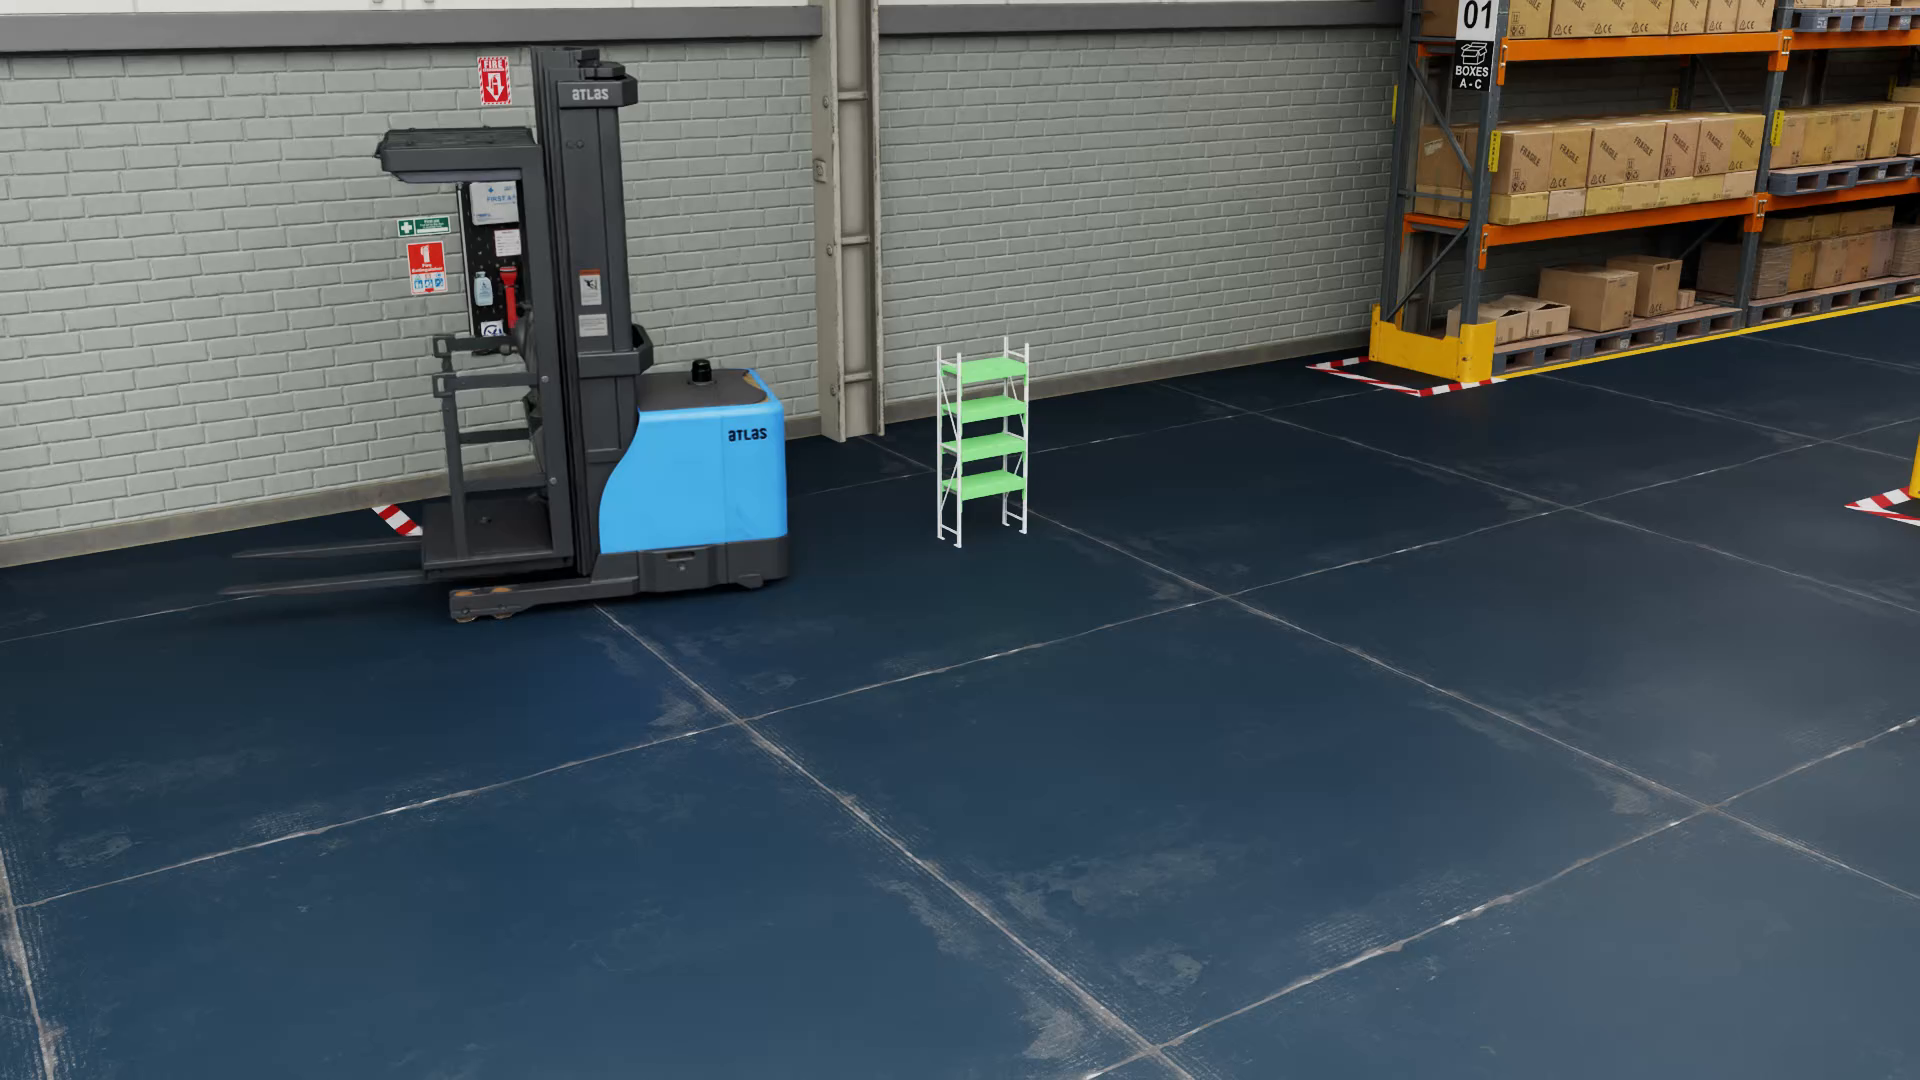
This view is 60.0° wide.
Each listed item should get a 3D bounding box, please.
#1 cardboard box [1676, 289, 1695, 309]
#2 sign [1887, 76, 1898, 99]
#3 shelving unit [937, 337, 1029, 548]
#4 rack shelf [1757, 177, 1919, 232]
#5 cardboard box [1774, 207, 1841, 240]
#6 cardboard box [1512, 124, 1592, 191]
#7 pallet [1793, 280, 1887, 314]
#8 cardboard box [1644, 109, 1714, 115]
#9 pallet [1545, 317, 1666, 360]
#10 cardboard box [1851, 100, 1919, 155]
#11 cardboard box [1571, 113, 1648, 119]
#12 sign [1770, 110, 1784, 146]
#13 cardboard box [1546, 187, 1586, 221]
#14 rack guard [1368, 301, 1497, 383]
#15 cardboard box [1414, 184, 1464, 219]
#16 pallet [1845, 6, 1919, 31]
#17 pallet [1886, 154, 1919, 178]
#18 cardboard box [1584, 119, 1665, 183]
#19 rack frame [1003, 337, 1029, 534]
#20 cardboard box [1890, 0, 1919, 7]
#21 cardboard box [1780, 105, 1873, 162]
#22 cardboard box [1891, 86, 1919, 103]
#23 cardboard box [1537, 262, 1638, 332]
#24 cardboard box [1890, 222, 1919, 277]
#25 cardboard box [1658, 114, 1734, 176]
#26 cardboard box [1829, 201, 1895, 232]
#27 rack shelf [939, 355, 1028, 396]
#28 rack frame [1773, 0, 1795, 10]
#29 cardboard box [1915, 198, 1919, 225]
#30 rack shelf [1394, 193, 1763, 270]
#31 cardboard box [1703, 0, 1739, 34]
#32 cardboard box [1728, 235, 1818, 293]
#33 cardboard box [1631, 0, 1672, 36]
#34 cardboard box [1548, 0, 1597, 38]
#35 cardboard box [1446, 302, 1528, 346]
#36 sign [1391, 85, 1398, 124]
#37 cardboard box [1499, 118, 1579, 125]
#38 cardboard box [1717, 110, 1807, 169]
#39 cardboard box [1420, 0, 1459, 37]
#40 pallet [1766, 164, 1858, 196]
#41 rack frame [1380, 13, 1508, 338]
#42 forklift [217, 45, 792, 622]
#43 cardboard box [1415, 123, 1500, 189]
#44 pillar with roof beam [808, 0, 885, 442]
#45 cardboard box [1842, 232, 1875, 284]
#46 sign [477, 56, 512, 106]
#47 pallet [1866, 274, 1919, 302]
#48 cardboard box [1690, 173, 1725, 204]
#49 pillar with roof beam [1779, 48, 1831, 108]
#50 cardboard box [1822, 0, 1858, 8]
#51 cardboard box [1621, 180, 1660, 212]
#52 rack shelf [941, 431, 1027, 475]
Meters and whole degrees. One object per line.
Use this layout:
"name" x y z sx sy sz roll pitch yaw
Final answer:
"cardboard box" 6.996 -2.396 16.385 0.250 0.166 0.380 -16 24 -38
"sign" 10.459 -5.033 18.640 0.005 0.325 0.100 -12 22 -31
"shelving unit" 0.138 -0.598 10.139 0.503 1.200 0.258 -12 22 -31
"rack shelf" 9.096 -3.643 17.462 4.000 0.370 1.077 -12 22 -31
"cardboard box" 8.830 -3.317 17.417 0.500 0.250 0.500 -13 22 -33
"cardboard box" 5.068 -3.309 14.382 0.500 0.500 0.500 -12 22 -31
"pallet" 9.095 -2.665 17.797 1.213 0.211 1.003 -12 22 -31
"cardboard box" 6.919 -3.899 16.126 0.500 0.500 0.500 -13 22 -33
"pallet" 5.865 -1.967 15.734 1.213 0.211 1.003 -12 22 -31
"cardboard box" 9.928 -4.401 17.737 0.500 0.500 0.700 -14 23 -36
"cardboard box" 6.065 -3.722 15.604 0.500 0.500 0.500 -11 22 -30
"sign" 7.731 -3.898 15.740 0.005 0.325 0.100 -12 22 -31
"cardboard box" 5.093 -2.962 14.526 0.500 0.250 0.500 -13 22 -33
"rack guard" 4.149 -1.757 14.660 0.348 0.500 1.175 -12 22 -31
"cardboard box" 4.369 -3.000 14.638 0.500 0.250 0.500 -12 22 -31
"pallet" 8.865 -5.228 16.634 1.003 0.211 1.213 -12 22 -31
"pallet" 10.230 -4.092 17.964 1.003 0.211 1.213 -12 22 -31
"cardboard box" 5.927 -3.493 14.924 0.500 0.500 0.500 -11 22 -30
"rack frame" 0.342 -0.641 10.266 0.015 1.200 0.240 -12 22 -31
"cardboard box" 9.633 -5.612 17.286 0.637 0.503 0.797 -9 20 -24
"cardboard box" 8.873 -4.189 17.109 0.500 0.500 0.700 -9 21 -24
"cardboard box" 10.235 -4.770 17.815 0.250 0.149 0.380 -17 25 -40
"cardboard box" 5.829 -2.266 15.479 0.500 0.500 0.700 -14 23 -35
"cardboard box" 10.194 -3.220 18.302 0.500 0.500 0.700 -12 22 -31
"cardboard box" 6.788 -3.670 15.450 0.500 0.500 0.500 -12 22 -32
"cardboard box" 9.684 -3.492 17.934 0.500 0.250 0.500 -11 22 -30
"rack shelf" 0.138 -0.992 10.006 0.480 0.148 0.258 -12 22 -31
"rack frame" 7.426 -6.474 15.344 0.127 3.000 1.000 -12 22 -31
"cardboard box" 11.453 -3.612 18.945 0.750 0.750 0.750 -12 22 -32
"rack shelf" 5.756 -2.939 15.378 4.000 0.370 1.077 -12 22 -31
"cardboard box" 6.711 -4.869 15.093 0.500 0.500 0.500 -14 23 -36
"cardboard box" 8.436 -2.895 17.340 0.500 0.500 0.700 -12 22 -32
"cardboard box" 5.838 -4.675 14.518 0.500 0.500 0.500 -10 21 -28
"cardboard box" 4.970 -4.482 13.949 0.500 0.500 0.500 -10 21 -28
"cardboard box" 4.713 -1.960 14.870 0.500 0.311 0.500 -15 24 -37
"sign" 3.797 -3.778 14.434 0.005 0.325 0.100 -12 22 -31
"cardboard box" 5.217 -3.539 15.062 0.500 0.500 0.500 -13 22 -33
"cardboard box" 7.870 -3.968 16.456 0.500 0.500 0.700 -12 22 -31
"cardboard box" 4.295 -4.546 14.138 0.500 0.500 0.500 -10 21 -28
"pallet" 8.144 -3.637 16.618 1.213 0.211 1.003 -12 22 -31
"rack frame" 4.085 -2.927 14.220 0.127 3.000 1.000 -12 22 -31
"forklift" -2.535 -1.135 9.025 3.031 2.935 1.130 -5 19 -16
"cardboard box" 4.362 -3.361 14.535 0.500 0.500 0.500 -12 22 -32
"pillar with roof beam" 1.551 -3.916 7.777 0.400 9.000 9.100 -12 22 -31
"cardboard box" 9.301 -3.065 17.844 0.500 0.500 0.700 -12 22 -32
"sign" -2.963 -2.924 10.589 0.199 0.298 0.001 -12 22 -31
"pallet" 10.113 -2.878 18.429 1.213 0.211 1.003 -12 22 -31
"cardboard box" 6.777 -3.320 15.586 0.500 0.250 0.500 -12 22 -31
"pillar with roof beam" 11.573 -6.029 14.029 0.400 9.000 9.100 -12 22 -31
"cardboard box" 8.441 -5.393 16.313 0.500 0.311 0.500 -11 22 -30
"cardboard box" 5.945 -3.139 15.048 0.500 0.250 0.500 -12 22 -31
"rack shelf" 0.138 -0.537 10.159 0.480 0.148 0.258 -12 22 -31
